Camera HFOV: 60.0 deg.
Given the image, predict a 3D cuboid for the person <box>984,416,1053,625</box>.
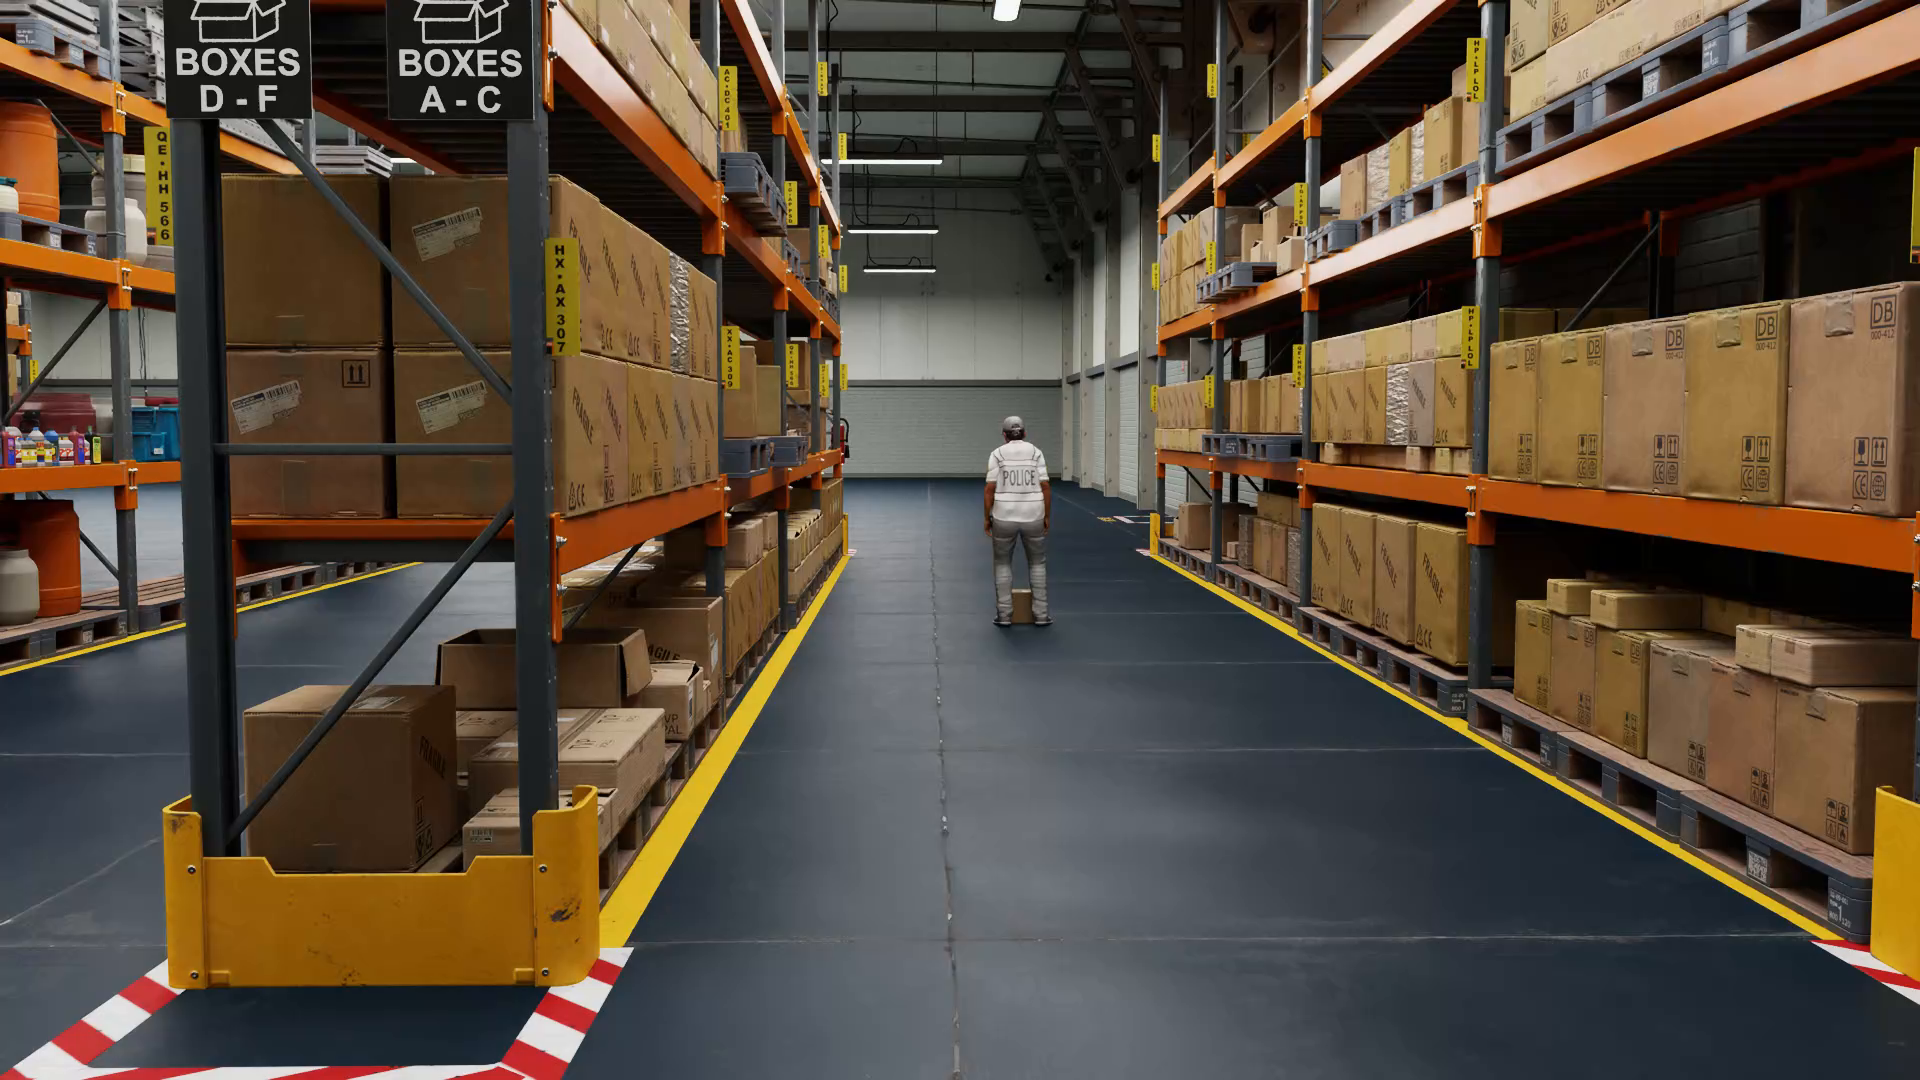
[{"bbox_3d":[0.468,-0.154,13.231,0.563,1.667,0.463,0,4,-4],"label":"person"}]
